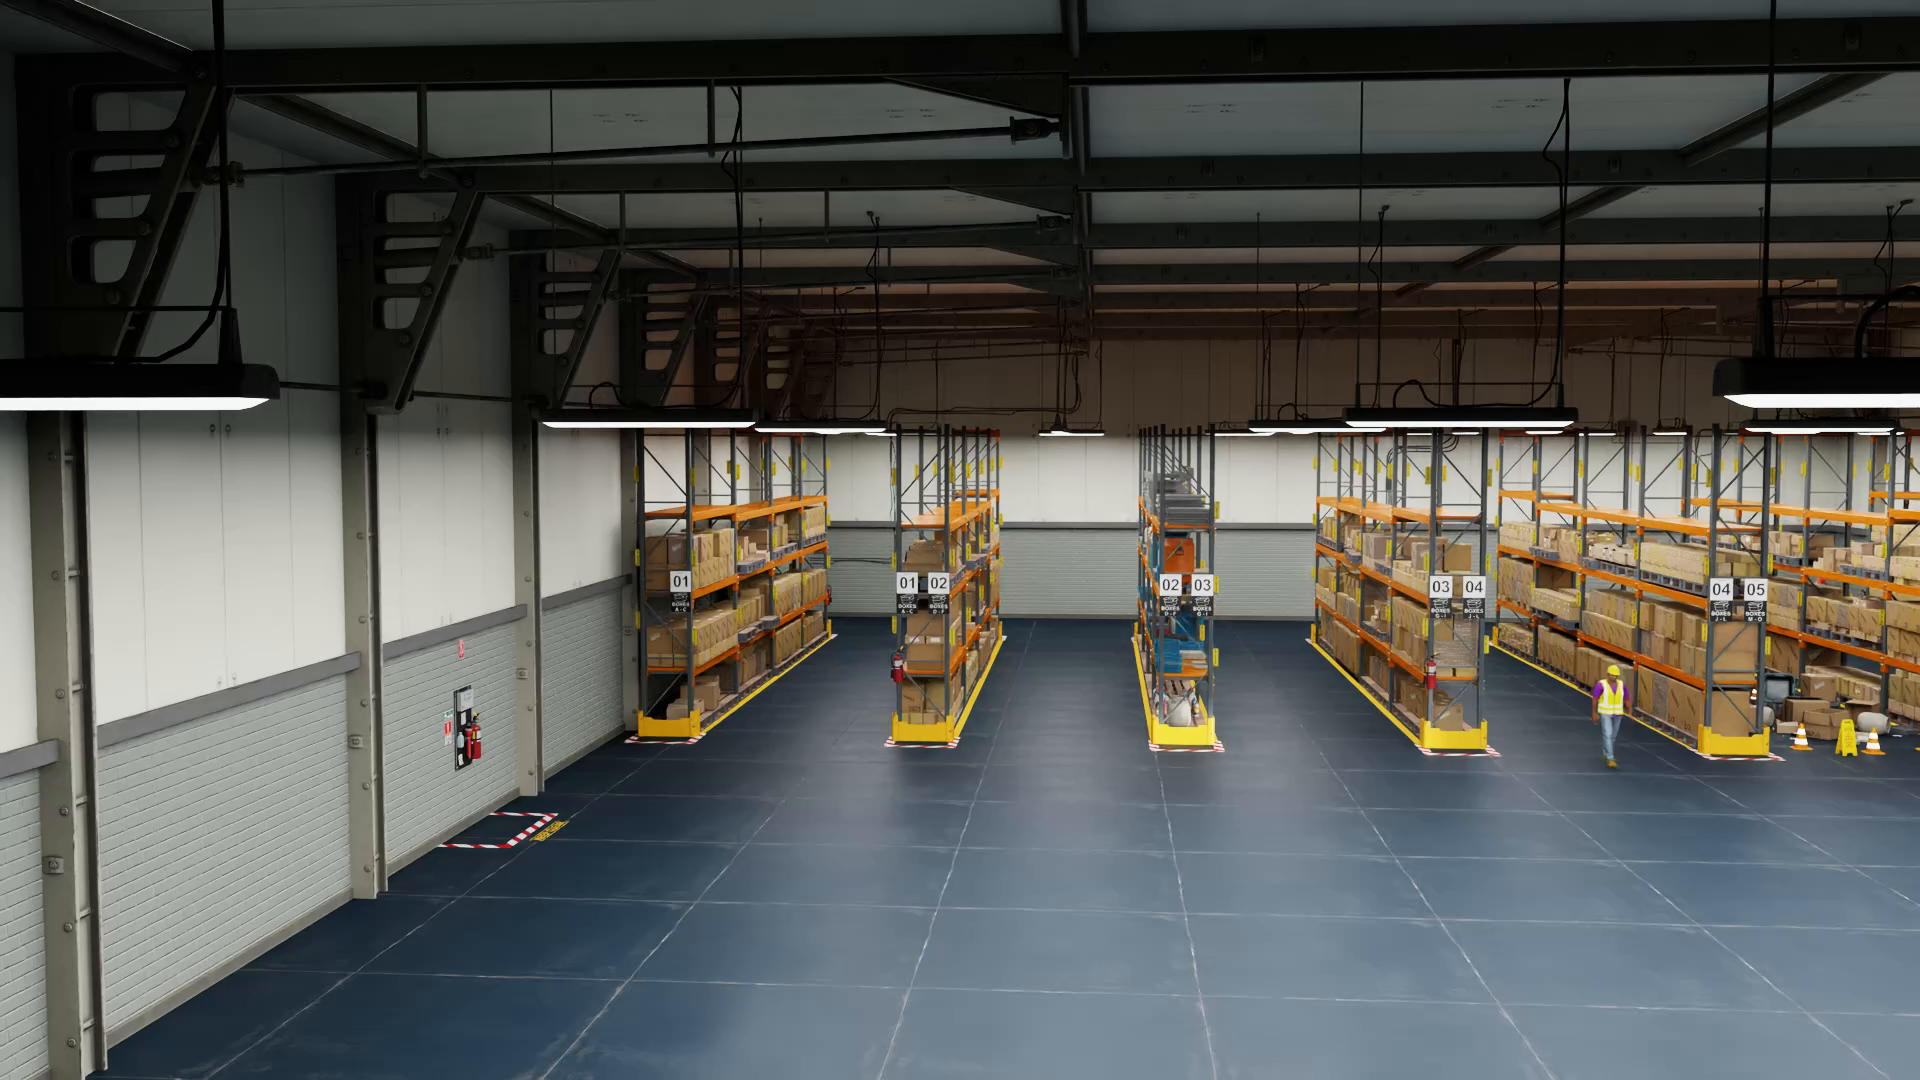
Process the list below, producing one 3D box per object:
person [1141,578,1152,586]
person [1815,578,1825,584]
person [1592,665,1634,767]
[{"bbox_3d":[5.748,1.776,50.450,0.598,1.720,1.202,2,4,33],"label":"person"},{"bbox_3d":[24.622,1.948,47.438,0.784,1.774,0.550,0,3,7],"label":"person"},{"bbox_3d":[11.448,3.057,29.141,0.627,1.745,0.801,0,3,-3],"label":"person"}]
